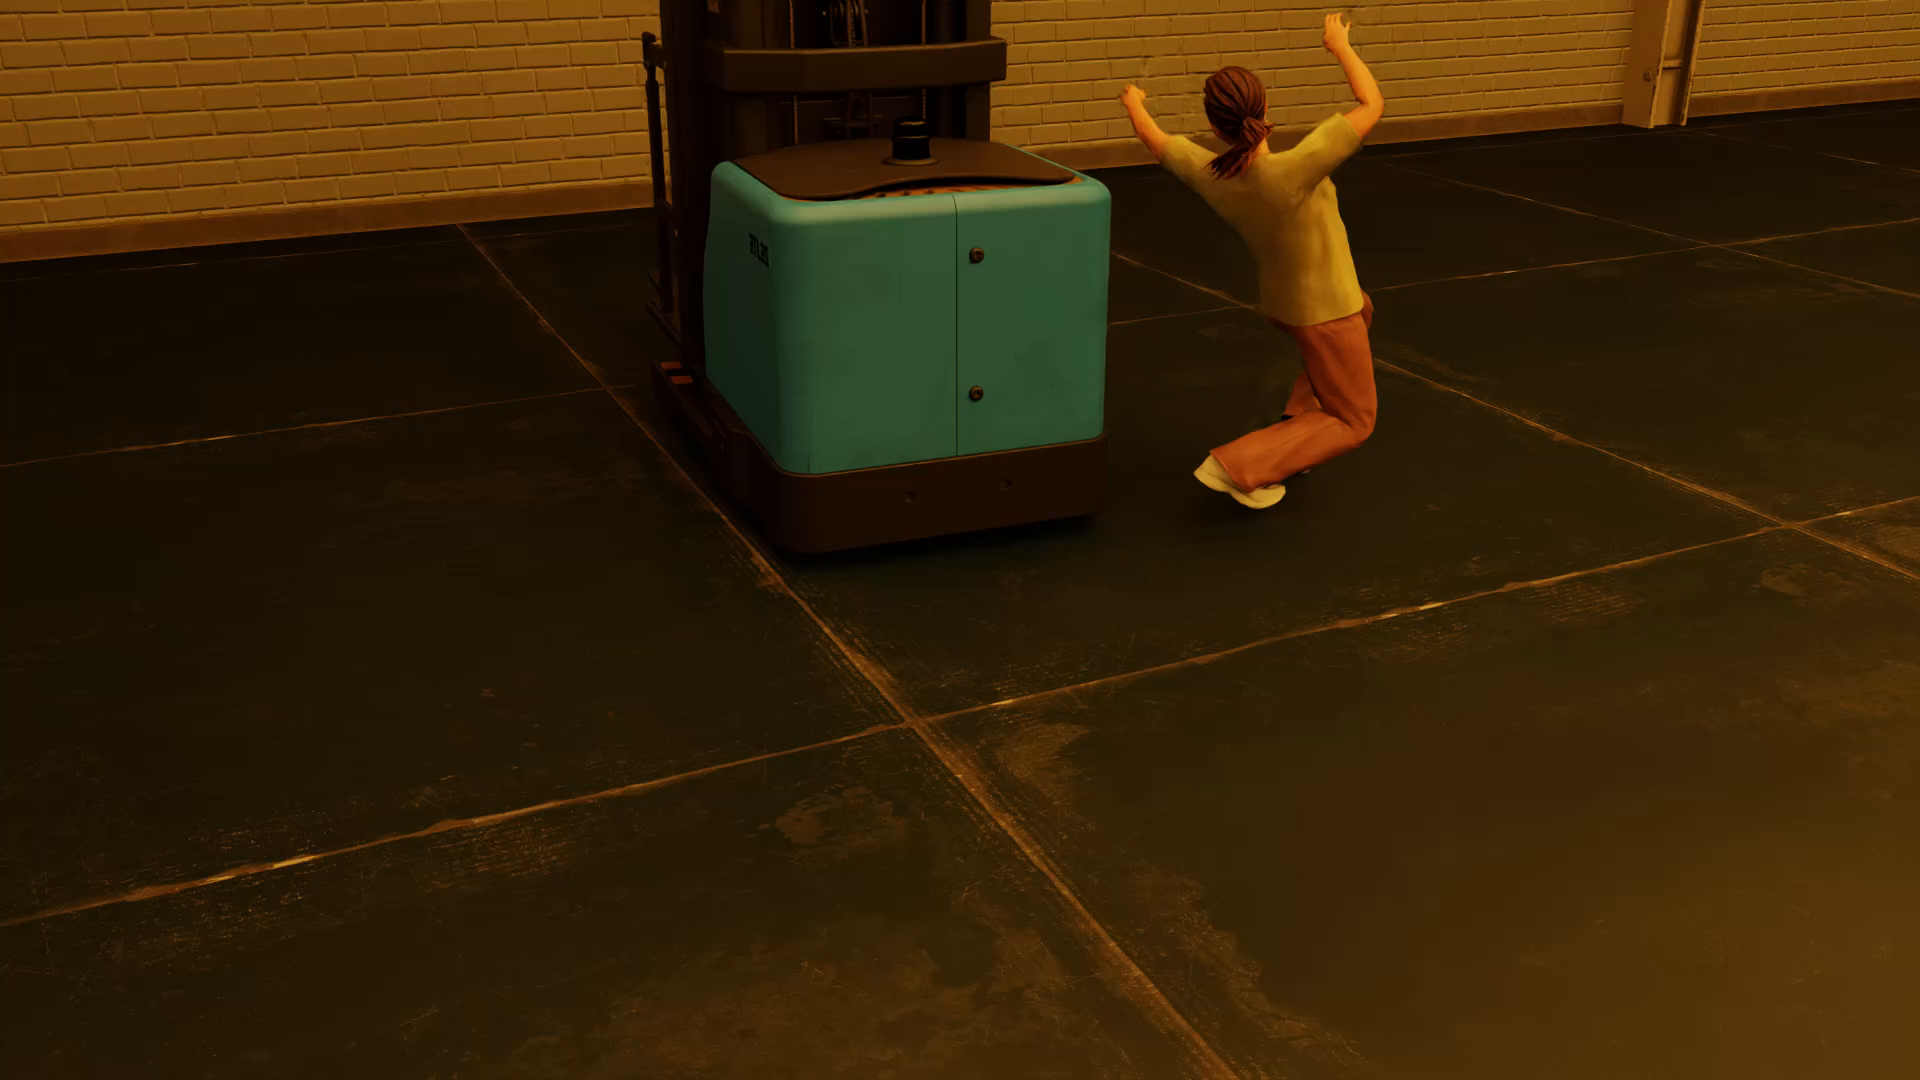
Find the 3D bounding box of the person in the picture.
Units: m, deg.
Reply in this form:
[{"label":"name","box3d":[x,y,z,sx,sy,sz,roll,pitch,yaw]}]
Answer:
[{"label":"person","box3d":[0.987,-0.913,5.352,0.801,1.527,0.991,-11,25,-24]}]

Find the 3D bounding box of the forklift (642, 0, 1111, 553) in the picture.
[{"label":"forklift","box3d":[-0.539,-1.850,5.740,1.130,2.935,3.031,-8,24,-19]}]
